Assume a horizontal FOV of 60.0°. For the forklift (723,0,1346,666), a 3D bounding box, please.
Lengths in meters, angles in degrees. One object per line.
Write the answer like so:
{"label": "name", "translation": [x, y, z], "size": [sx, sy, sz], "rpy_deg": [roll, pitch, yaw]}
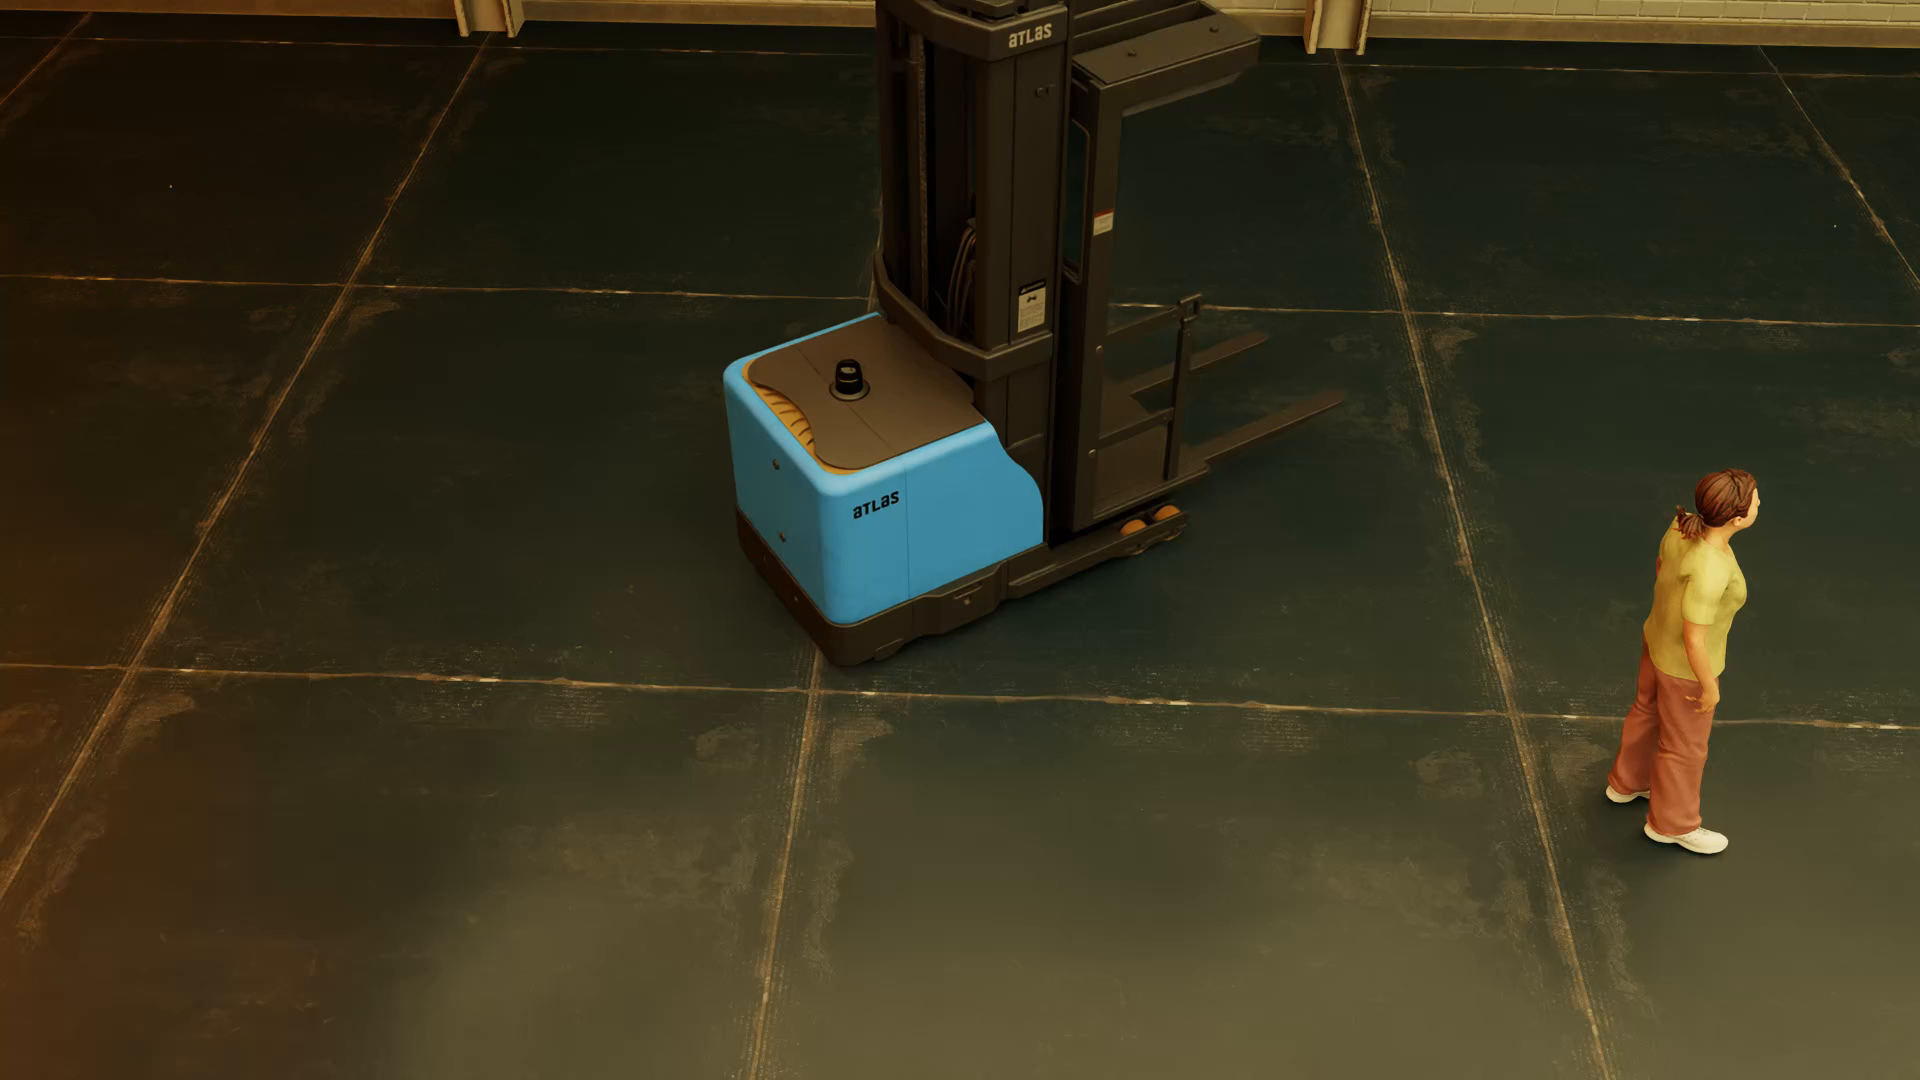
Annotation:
{"label": "forklift", "translation": [0.486, -1.294, 7.160], "size": [3.031, 2.935, 1.130], "rpy_deg": [-23, 47, -23]}

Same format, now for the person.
{"label": "person", "translation": [2.764, 0.428, 6.193], "size": [0.549, 1.675, 0.552], "rpy_deg": [3, 42, 3]}
